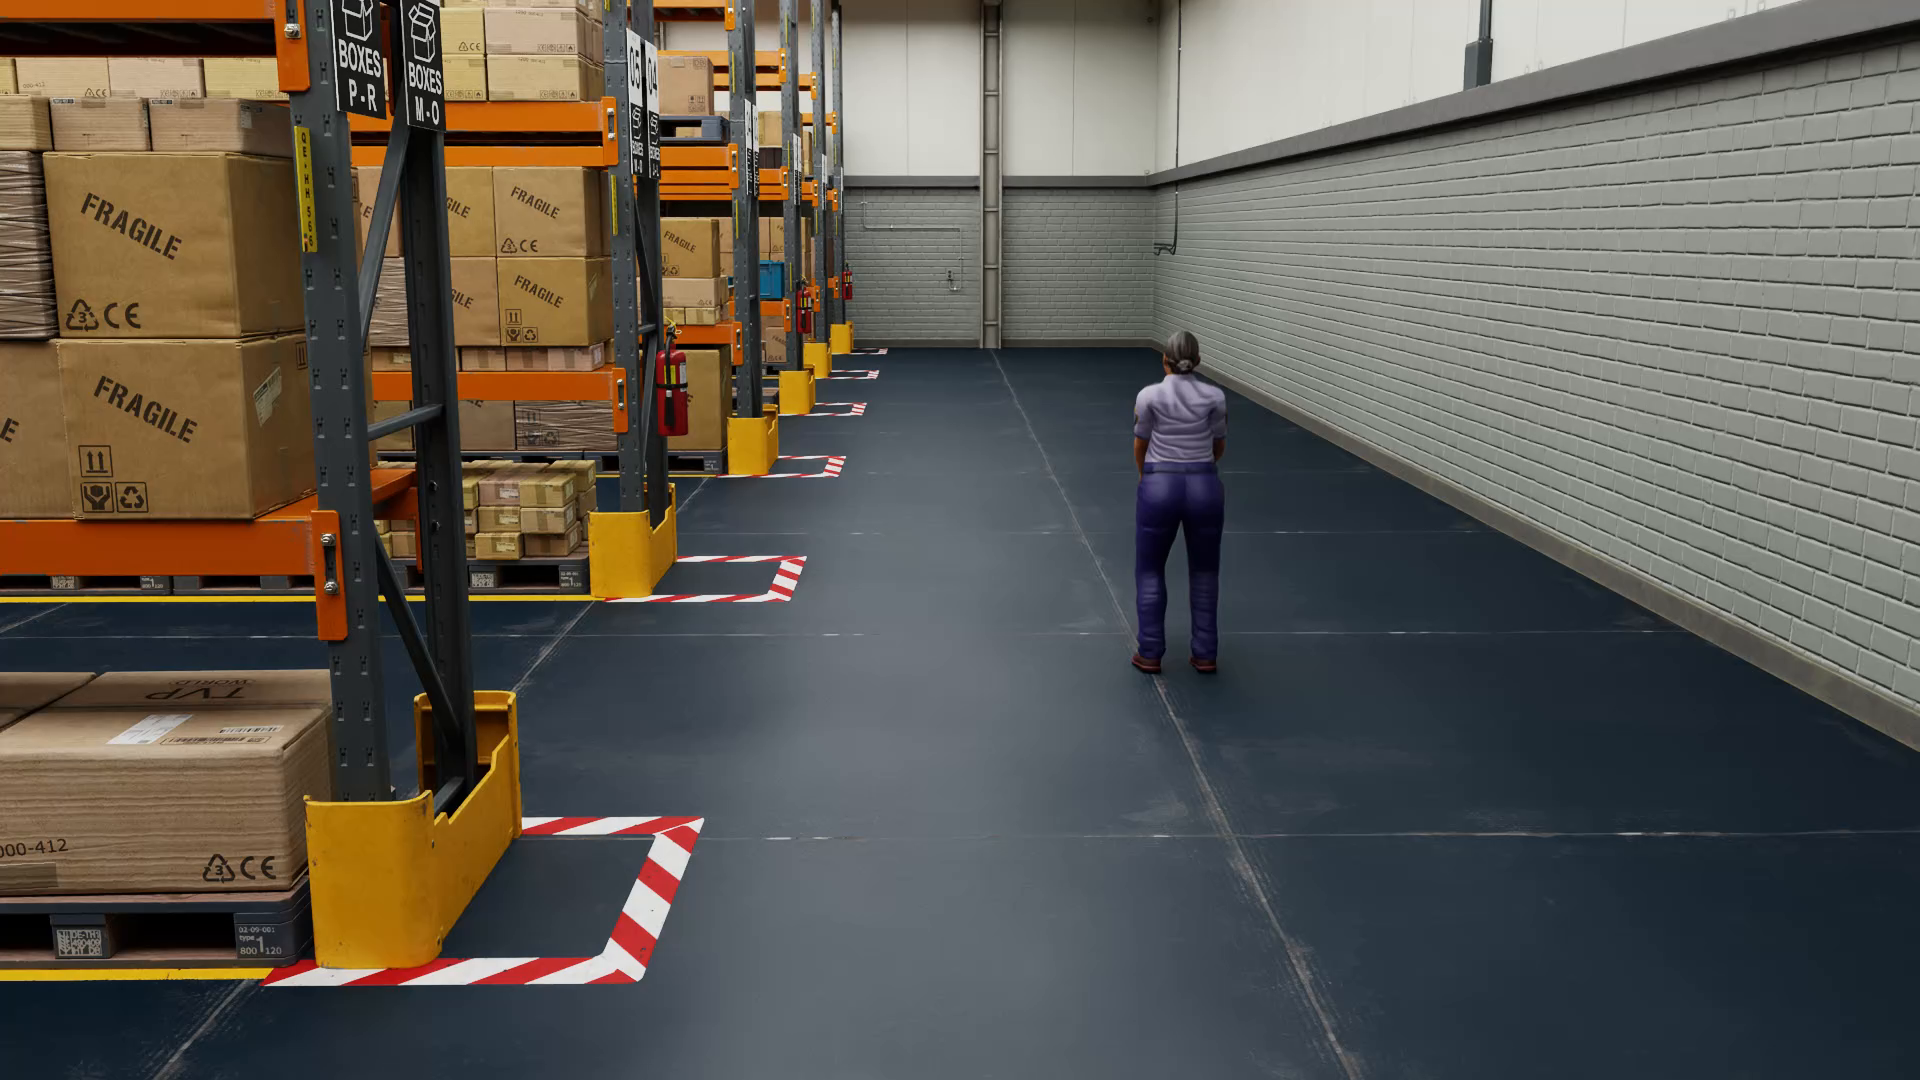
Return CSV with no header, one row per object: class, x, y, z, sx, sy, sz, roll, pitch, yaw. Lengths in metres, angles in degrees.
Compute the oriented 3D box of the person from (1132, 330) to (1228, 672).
person,1.046,-0.194,8.035,0.449,1.643,0.522,0,10,0
